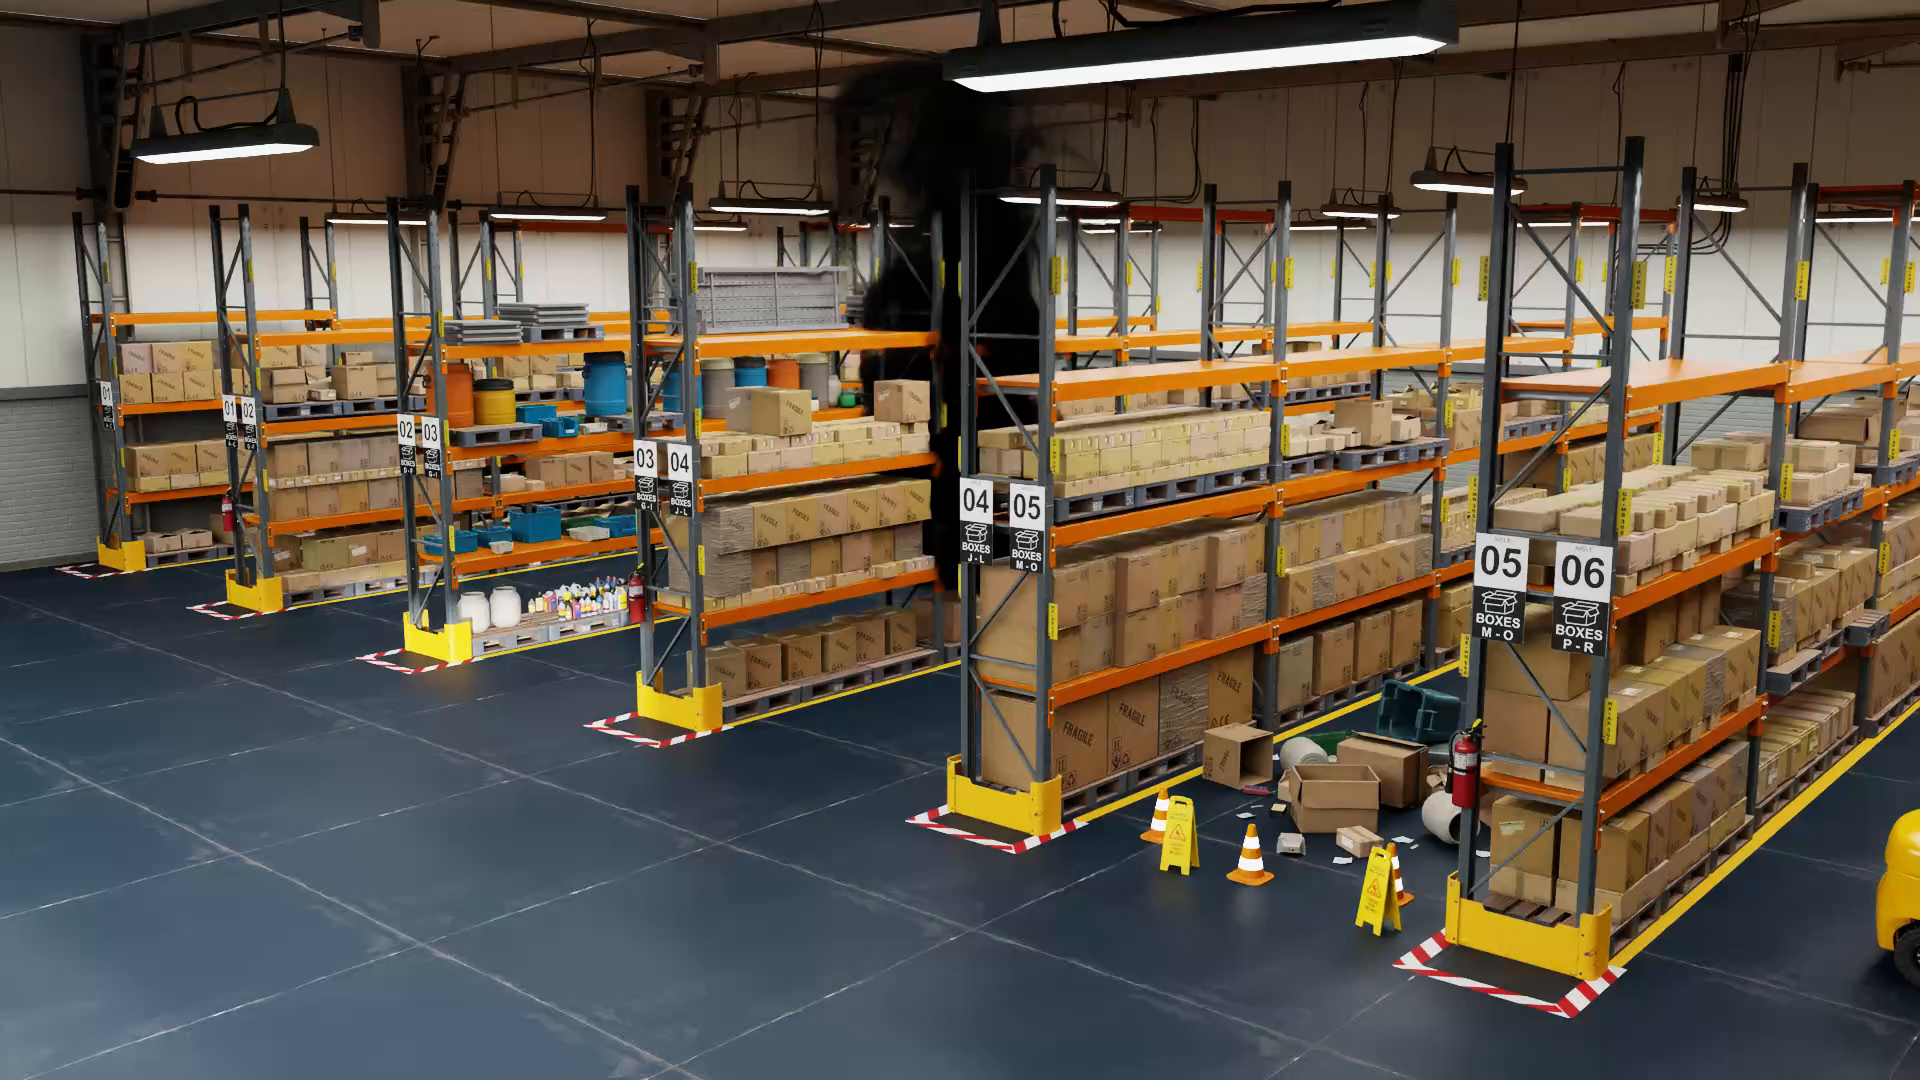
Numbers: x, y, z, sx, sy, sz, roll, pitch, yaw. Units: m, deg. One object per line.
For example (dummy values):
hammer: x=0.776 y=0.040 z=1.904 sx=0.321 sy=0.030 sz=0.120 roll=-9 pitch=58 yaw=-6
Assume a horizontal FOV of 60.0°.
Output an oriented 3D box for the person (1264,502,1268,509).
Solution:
person: x=4.336 y=0.222 z=23.437 sx=0.524 sy=1.587 sz=0.543 roll=7 pitch=12 yaw=35
